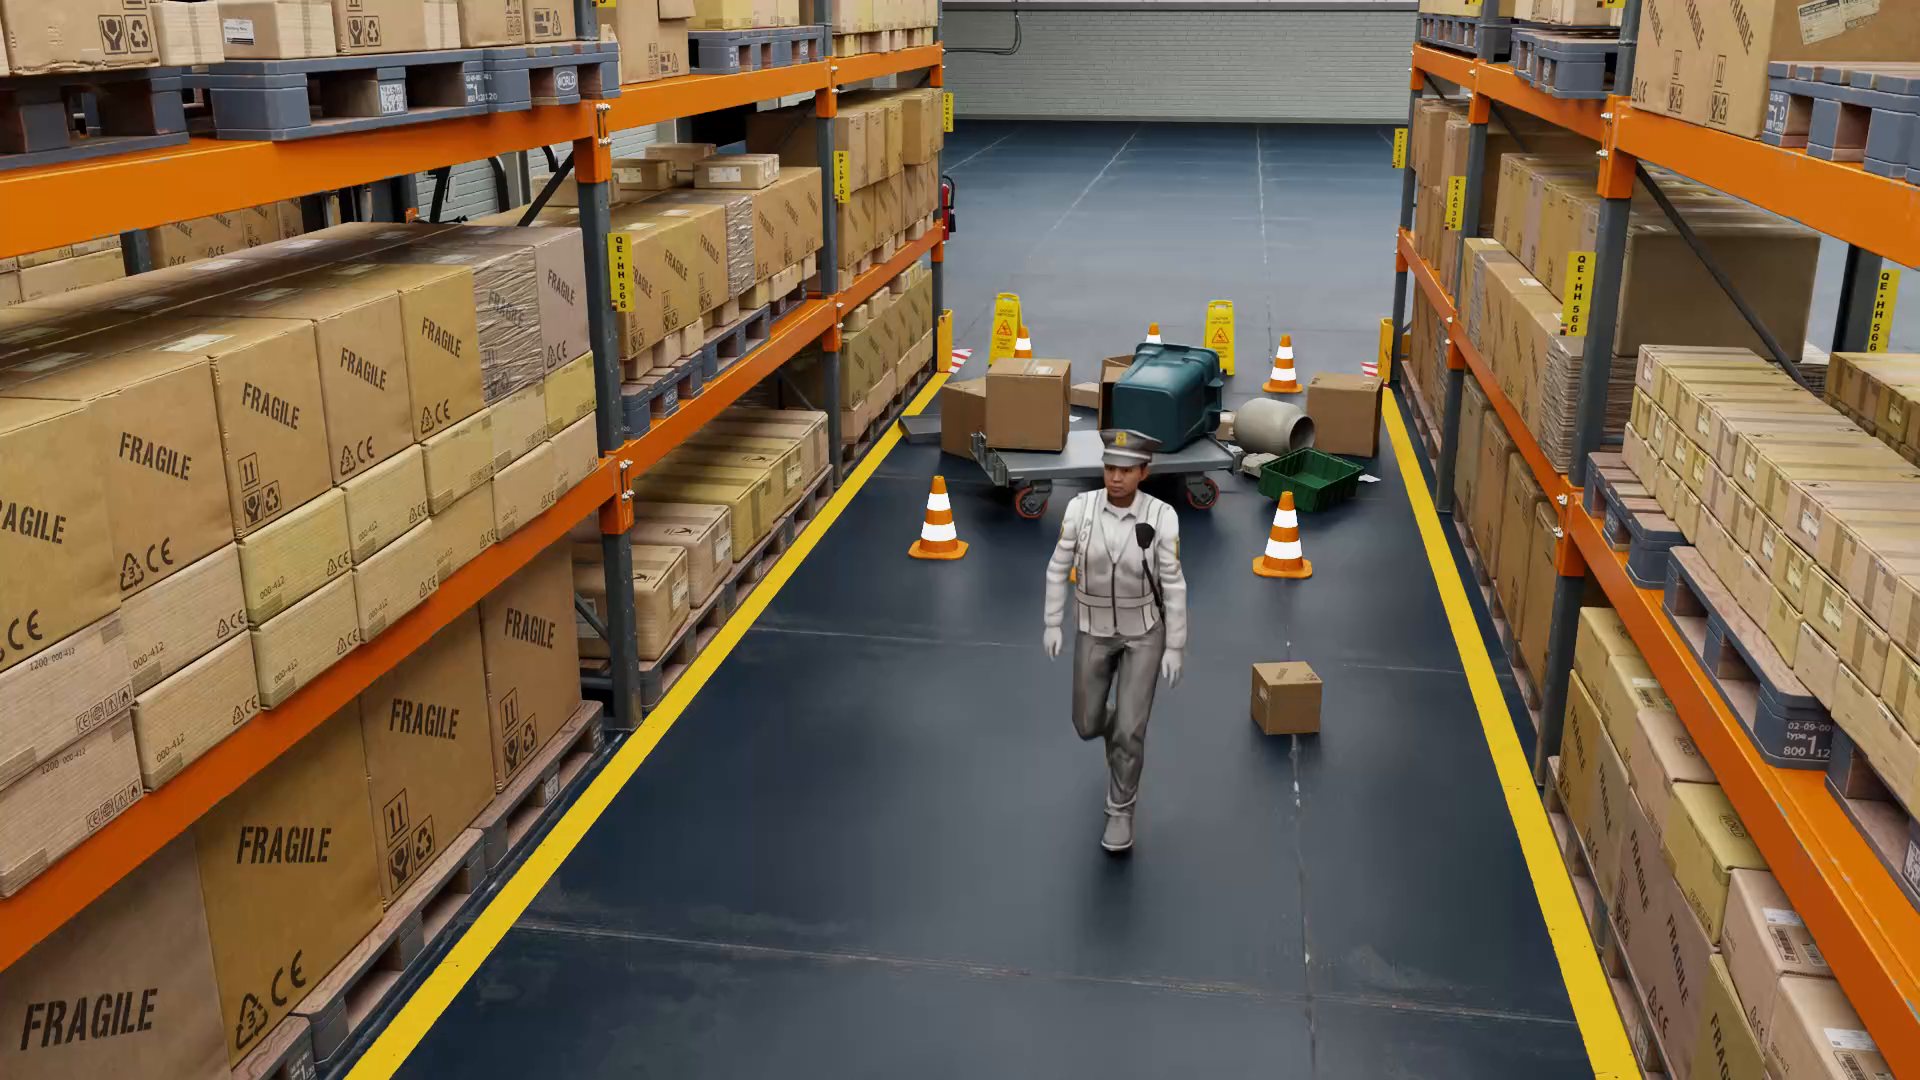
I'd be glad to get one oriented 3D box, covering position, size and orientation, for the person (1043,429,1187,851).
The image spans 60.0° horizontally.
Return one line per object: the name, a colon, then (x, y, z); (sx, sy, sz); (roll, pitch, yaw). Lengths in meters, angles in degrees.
person: (0.613, 0.325, 6.487); (0.566, 1.651, 0.688); (4, 18, 13)
